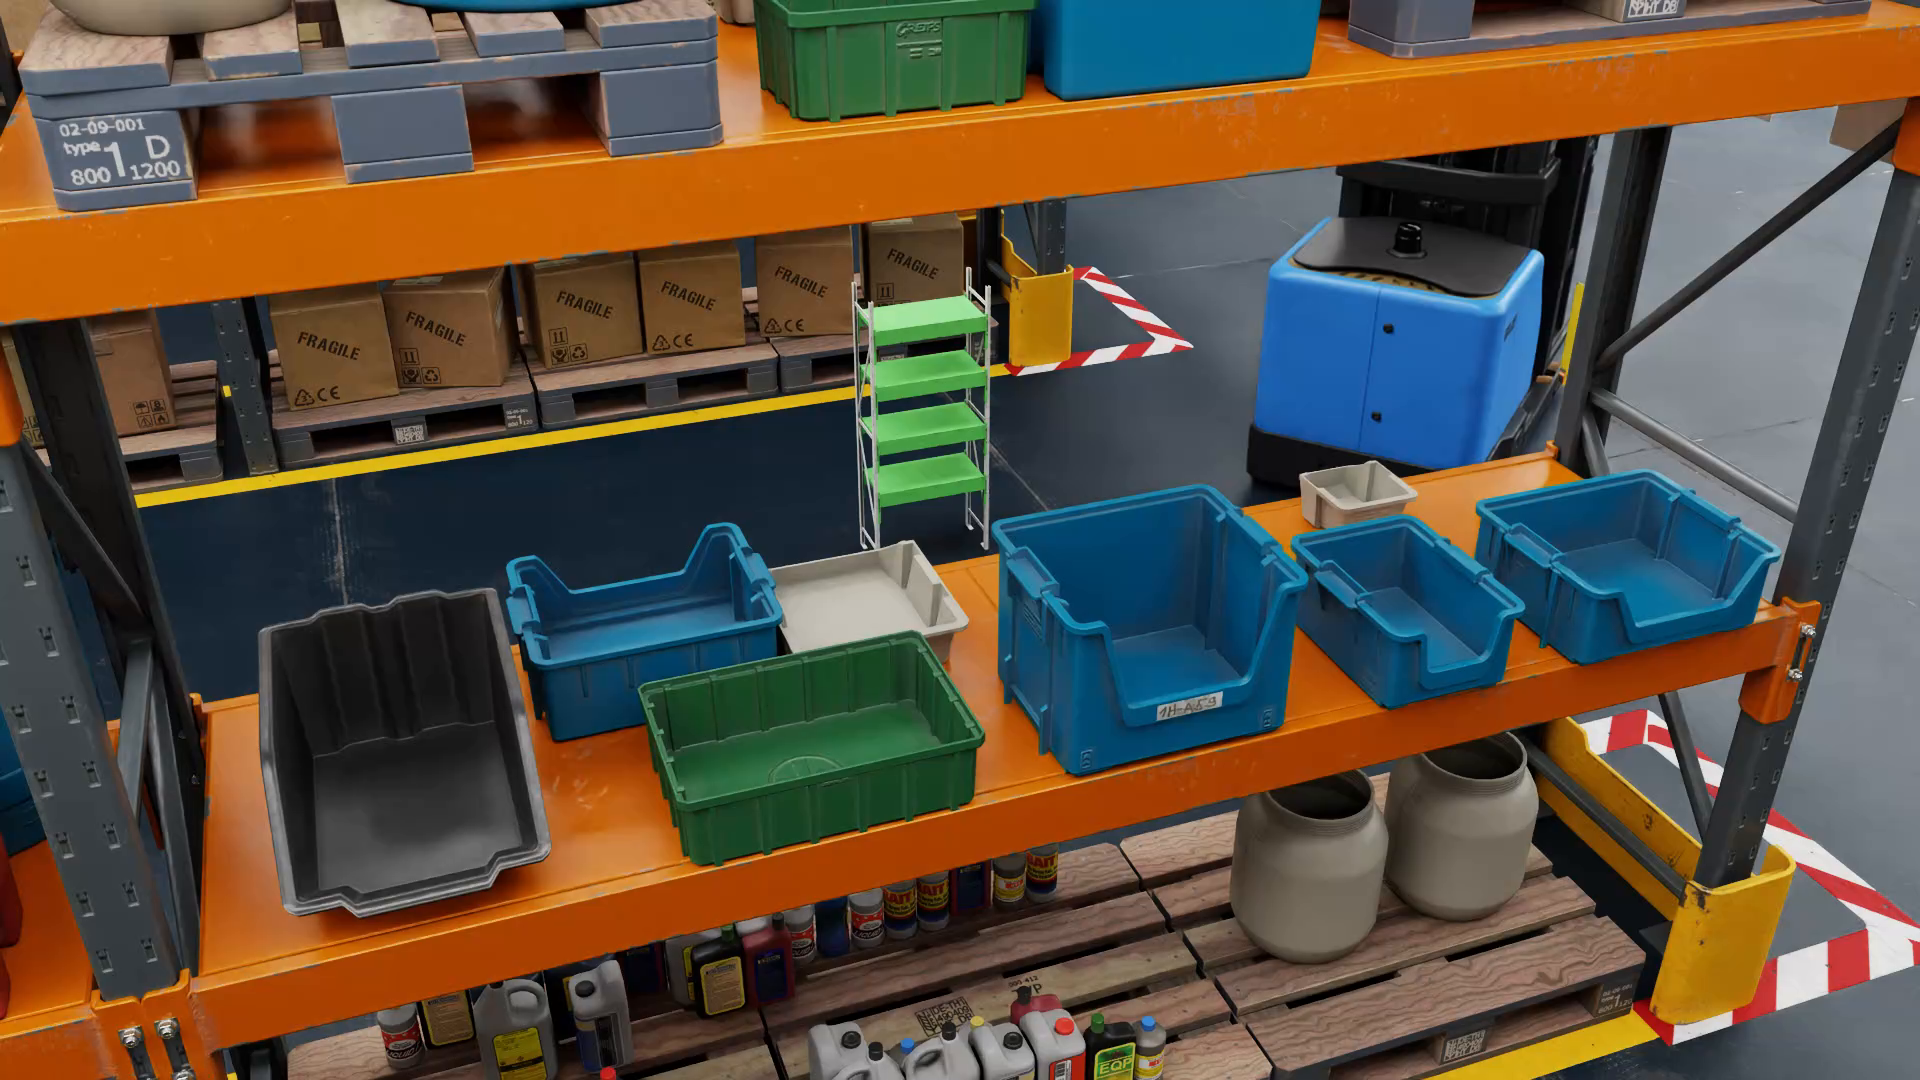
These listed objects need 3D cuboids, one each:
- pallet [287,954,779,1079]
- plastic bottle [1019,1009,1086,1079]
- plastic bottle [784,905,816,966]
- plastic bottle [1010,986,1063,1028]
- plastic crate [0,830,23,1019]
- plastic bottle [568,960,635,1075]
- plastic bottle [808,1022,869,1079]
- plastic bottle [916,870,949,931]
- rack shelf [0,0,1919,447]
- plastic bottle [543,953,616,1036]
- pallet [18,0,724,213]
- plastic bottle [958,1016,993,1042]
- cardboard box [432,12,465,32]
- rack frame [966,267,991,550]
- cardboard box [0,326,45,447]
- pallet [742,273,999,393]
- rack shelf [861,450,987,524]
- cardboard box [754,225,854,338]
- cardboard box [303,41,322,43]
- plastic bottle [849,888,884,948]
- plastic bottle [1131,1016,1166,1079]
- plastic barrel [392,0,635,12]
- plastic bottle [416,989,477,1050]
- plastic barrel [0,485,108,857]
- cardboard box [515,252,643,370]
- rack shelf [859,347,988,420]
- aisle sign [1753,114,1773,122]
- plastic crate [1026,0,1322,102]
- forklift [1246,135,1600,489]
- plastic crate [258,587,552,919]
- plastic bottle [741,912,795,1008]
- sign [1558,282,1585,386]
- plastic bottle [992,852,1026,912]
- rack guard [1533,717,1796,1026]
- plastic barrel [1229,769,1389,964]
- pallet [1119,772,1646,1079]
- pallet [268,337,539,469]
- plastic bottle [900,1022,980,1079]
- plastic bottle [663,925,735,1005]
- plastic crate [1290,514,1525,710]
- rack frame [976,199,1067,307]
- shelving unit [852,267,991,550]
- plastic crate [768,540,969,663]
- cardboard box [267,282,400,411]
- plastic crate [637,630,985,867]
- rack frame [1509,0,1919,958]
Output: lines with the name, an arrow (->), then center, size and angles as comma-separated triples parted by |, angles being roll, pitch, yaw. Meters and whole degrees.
pallet -> -1.056, 1.575, 4.271 | 1.213, 0.211, 1.003 | -10, 31, -18
plastic bottle -> 0.235, 1.314, 4.221 | 0.135, 0.276, 0.152 | -10, 31, -17
plastic bottle -> -0.459, 1.092, 4.685 | 0.097, 0.201, 0.097 | 0, 30, 0
plastic bottle -> 0.197, 1.261, 4.306 | 0.133, 0.283, 0.061 | -10, 31, -18
plastic crate -> -2.047, 0.658, 3.000 | 0.583, 0.464, 0.402 | -10, 31, -18
plastic bottle -> -0.942, 1.239, 4.352 | 0.135, 0.276, 0.152 | -10, 31, -18
plastic bottle -> -0.298, 1.336, 4.183 | 0.135, 0.276, 0.152 | -10, 31, -18
plastic bottle -> -0.080, 0.992, 4.791 | 0.097, 0.271, 0.097 | 0, 30, 0
rack shelf -> 0.175, -0.875, 3.453 | 4.000, 0.370, 1.077 | -10, 31, -18
plastic bottle -> -1.017, 1.142, 4.446 | 0.185, 0.351, 0.144 | -12, 32, -20
pallet -> -1.058, -0.931, 3.014 | 1.003, 0.211, 1.213 | -10, 31, -18
plastic bottle -> 0.044, 1.315, 4.294 | 0.097, 0.201, 0.097 | 0, 30, 0
cardboard box -> -2.448, -2.491, 7.181 | 0.500, 0.500, 0.500 | -10, 31, -18
rack frame -> 0.074, -0.535, 6.977 | 0.015, 1.200, 0.240 | -10, 31, -18
cardboard box -> -4.463, -0.773, 7.657 | 0.500, 0.500, 0.700 | -11, 31, -18
pallet -> -0.523, -1.179, 9.107 | 1.213, 0.211, 1.003 | -10, 31, -18
rack shelf -> -0.155, -0.229, 7.053 | 0.480, 0.148, 0.258 | -10, 31, -18
cardboard box -> -0.817, -1.405, 8.787 | 0.500, 0.500, 0.500 | -3, 30, -5
cardboard box -> -2.983, -2.059, 7.433 | 0.500, 0.500, 0.875 | -10, 31, -18
plastic bottle -> -0.267, 1.057, 4.748 | 0.097, 0.201, 0.097 | 0, 30, 0
plastic bottle -> 0.481, 1.315, 4.294 | 0.097, 0.201, 0.097 | 0, 30, 0
plastic barrel -> -0.730, -1.365, 2.655 | 0.708, 0.901, 0.600 | -10, 31, -18
plastic bottle -> -1.364, 1.213, 4.389 | 0.133, 0.283, 0.061 | -9, 31, -15
plastic barrel -> -2.167, 0.169, 3.417 | 0.708, 0.901, 0.600 | -10, 31, -18
cardboard box -> -1.949, -1.230, 8.480 | 0.500, 0.500, 0.500 | -13, 32, -22
rack shelf -> -0.155, -0.646, 6.816 | 0.480, 0.148, 0.258 | -10, 31, -18
aisle sign -> 2.015, -1.508, 4.240 | 0.004, 0.787, 0.394 | -10, 31, -18
plastic crate -> 0.367, -1.057, 3.062 | 0.575, 0.384, 0.392 | -10, 31, -18
forklift -> 2.470, -2.043, 7.875 | 1.130, 2.935, 3.031 | 15, 33, 25
plastic crate -> -1.165, 0.456, 3.482 | 0.504, 0.338, 0.767 | -10, 31, -18
plastic bottle -> -0.523, 1.139, 4.520 | 0.133, 0.283, 0.061 | -10, 31, -18
sign -> 1.861, -0.606, 5.004 | 0.005, 0.325, 0.100 | -10, 31, -18
plastic bottle -> 0.144, 0.981, 4.880 | 0.097, 0.201, 0.097 | 0, 30, 0
rack guard -> 1.994, 0.891, 5.181 | 0.348, 0.500, 1.175 | -10, 31, -18
plastic barrel -> 0.989, 0.904, 4.722 | 0.421, 0.512, 0.421 | 0, 30, 0
pallet -> 1.231, 1.154, 5.011 | 1.213, 0.211, 1.003 | -10, 31, -18
pallet -> -2.810, -0.758, 8.368 | 1.213, 0.211, 1.003 | -10, 31, -18
plastic bottle -> -0.049, 1.335, 4.107 | 0.185, 0.351, 0.144 | -9, 31, -16
plastic bottle -> -0.714, 1.087, 4.544 | 0.185, 0.351, 0.144 | -11, 31, -18
plastic crate -> 1.074, 0.169, 4.073 | 0.408, 0.251, 0.499 | -10, 31, -18
rack frame -> 0.322, -2.528, 8.657 | 0.127, 3.000, 1.000 | -10, 31, -18
shelving unit -> -0.155, -0.493, 6.903 | 0.503, 1.200, 0.258 | -10, 31, -18
plastic crate -> -0.266, 0.177, 4.175 | 0.437, 0.136, 0.530 | -10, 31, -18
cardboard box -> -3.038, -0.984, 8.048 | 0.500, 0.500, 0.500 | -11, 32, -19
plastic crate -> -0.329, 0.449, 3.645 | 0.662, 0.188, 0.450 | -10, 31, -18
rack frame -> 2.049, -0.230, 4.623 | 0.127, 3.000, 1.000 | -10, 31, -18
